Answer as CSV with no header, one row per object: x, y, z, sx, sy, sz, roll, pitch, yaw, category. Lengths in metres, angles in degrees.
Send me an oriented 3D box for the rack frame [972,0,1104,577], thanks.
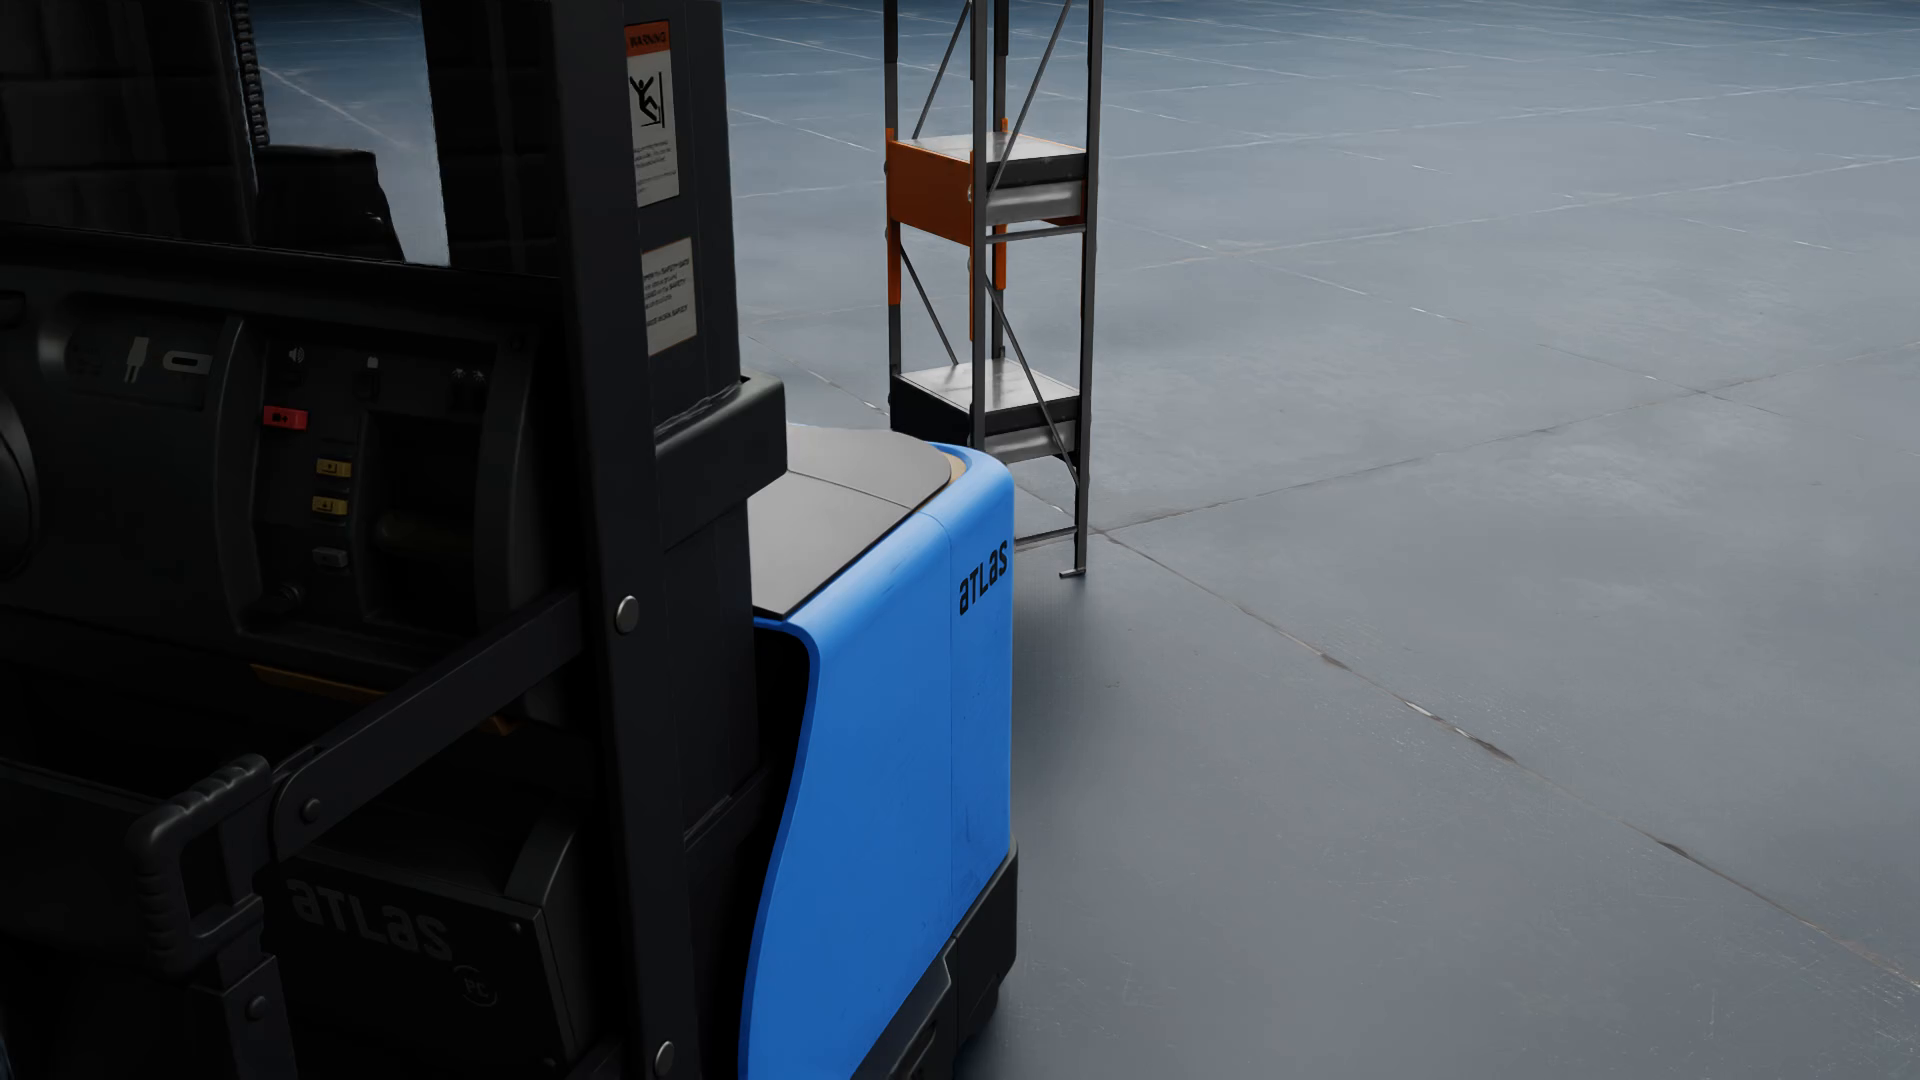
0.209,-0.840,4.590,0.400,2.100,0.015,-13,25,-28,rack frame

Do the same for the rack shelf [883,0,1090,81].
0.085,-1.555,4.526,0.431,0.518,0.480,-13,25,-28,rack shelf

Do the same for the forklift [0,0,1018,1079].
-0.924,-0.074,1.600,1.130,2.935,3.031,9,24,21,forklift

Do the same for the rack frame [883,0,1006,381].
-0.040,-0.998,4.979,0.400,2.100,0.015,-13,25,-28,rack frame

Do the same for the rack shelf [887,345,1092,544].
0.085,-0.258,5.053,0.431,0.518,0.480,-13,25,-28,rack shelf

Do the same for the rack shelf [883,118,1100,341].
0.085,-0.906,4.789,0.431,0.518,0.480,-13,25,-28,rack shelf

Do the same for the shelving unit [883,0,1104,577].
0.085,-0.919,4.784,0.431,2.100,0.503,-13,25,-28,shelving unit
